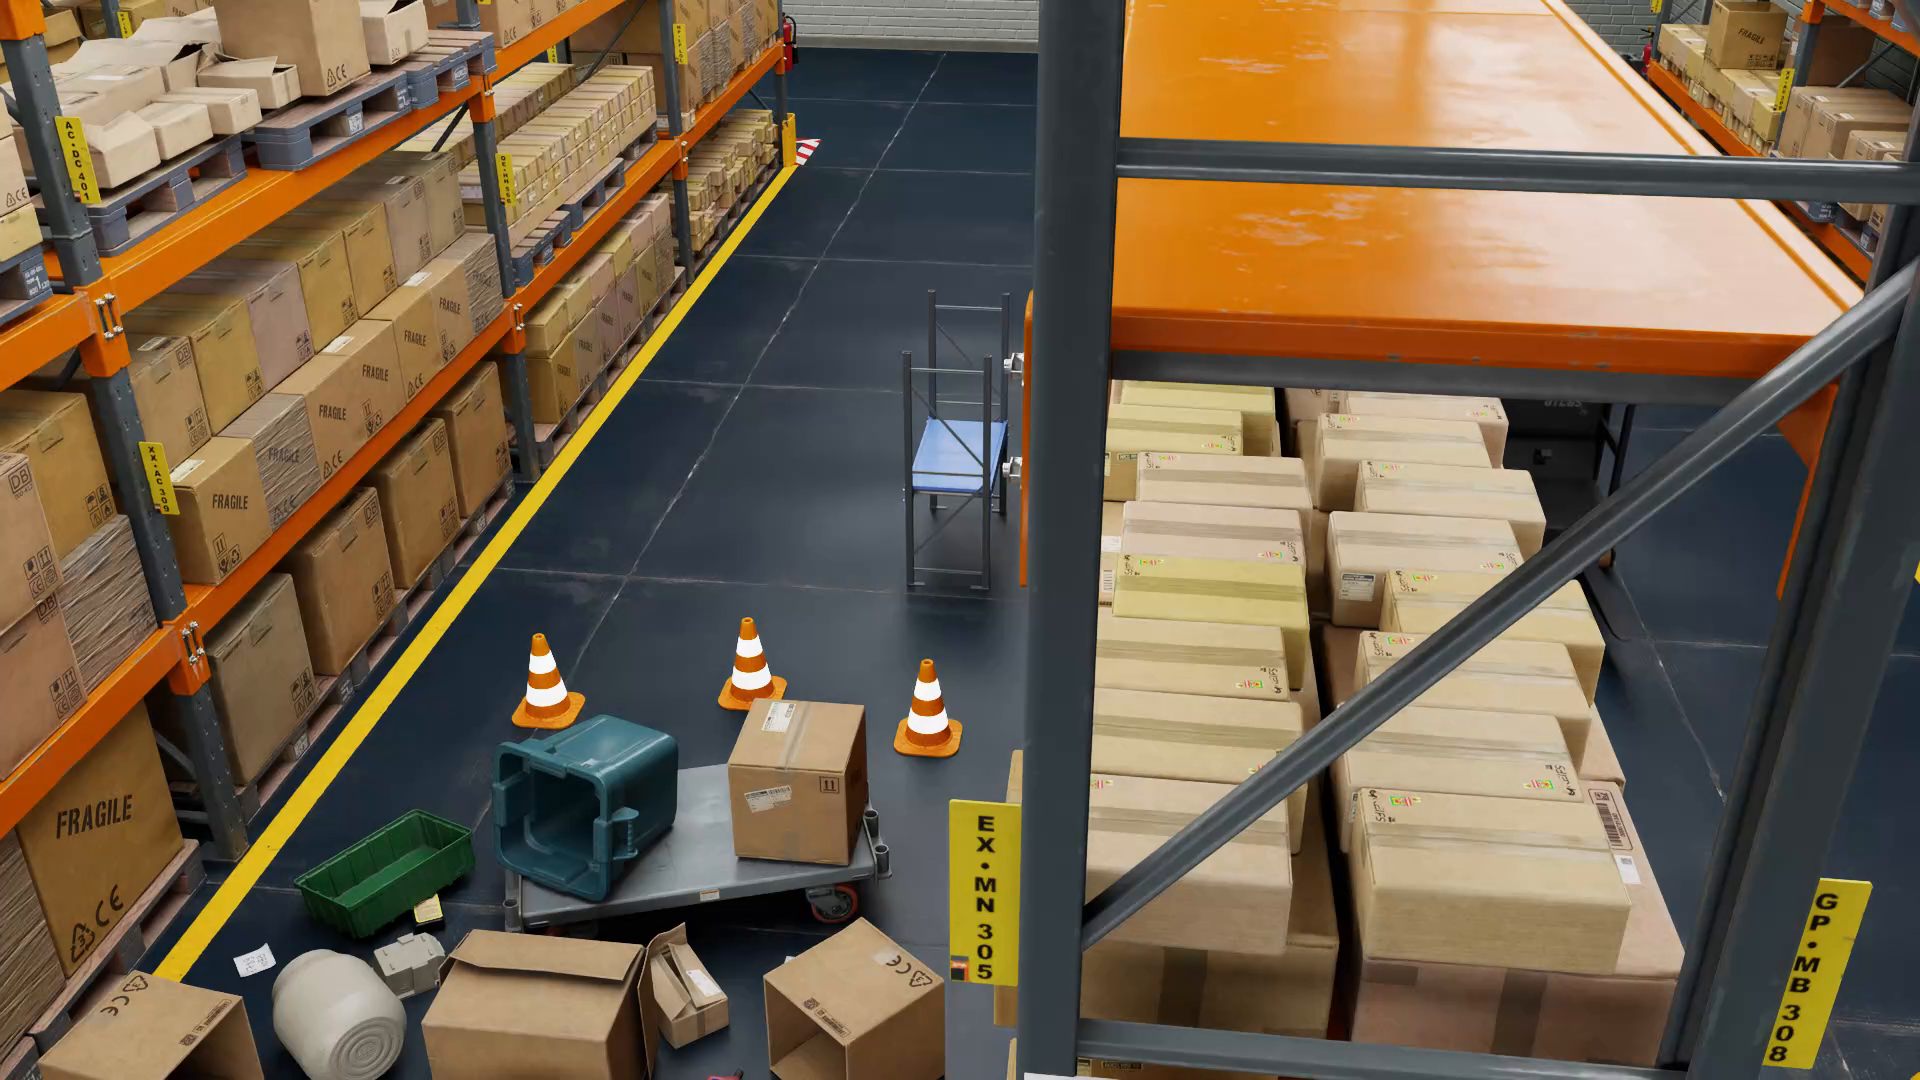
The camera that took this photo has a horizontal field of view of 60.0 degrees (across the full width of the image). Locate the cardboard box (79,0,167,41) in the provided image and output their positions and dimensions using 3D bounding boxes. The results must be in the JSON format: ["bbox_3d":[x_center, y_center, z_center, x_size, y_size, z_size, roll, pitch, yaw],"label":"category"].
[{"bbox_3d":[-7.469,-4.575,14.926,0.500,0.500,0.500,3,28,6],"label":"cardboard box"}]

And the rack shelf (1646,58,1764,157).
[{"bbox_3d":[7.226,-3.732,15.065,1.077,0.370,4.000,3,28,6],"label":"rack shelf"}]

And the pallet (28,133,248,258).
[{"bbox_3d":[-3.788,-1.539,7.275,0.805,0.209,1.217,2,28,4],"label":"pallet"}]

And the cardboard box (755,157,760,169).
[{"bbox_3d":[-2.287,-3.941,17.257,0.380,0.149,0.250,3,28,6],"label":"cardboard box"}]

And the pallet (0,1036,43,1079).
[{"bbox_3d":[-4.169,2.289,6.071,1.003,0.211,1.213,3,28,6],"label":"pallet"}]

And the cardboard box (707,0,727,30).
[{"bbox_3d":[-2.433,-4.928,15.053,0.500,0.500,0.500,4,29,7],"label":"cardboard box"}]

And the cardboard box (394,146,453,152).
[{"bbox_3d":[-3.691,-2.586,11.375,0.380,0.149,0.250,4,29,8],"label":"cardboard box"}]

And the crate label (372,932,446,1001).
[{"bbox_3d":[-2.343,1.800,7.057,0.298,0.136,0.250,-17,33,-29],"label":"crate label"}]

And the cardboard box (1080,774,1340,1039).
[{"bbox_3d":[0.379,0.613,2.924,0.500,0.250,0.500,3,28,6],"label":"cardboard box"}]

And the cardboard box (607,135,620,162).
[{"bbox_3d":[-2.846,-3.021,12.809,0.380,0.149,0.250,2,28,4],"label":"cardboard box"}]

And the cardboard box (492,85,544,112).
[{"bbox_3d":[-3.471,-3.442,12.963,0.380,0.149,0.250,3,28,6],"label":"cardboard box"}]

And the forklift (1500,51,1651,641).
[{"bbox_3d":[3.460,-1.277,9.823,1.130,2.935,3.031,2,28,5],"label":"forklift"}]

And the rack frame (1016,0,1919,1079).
[{"bbox_3d":[0.587,-0.386,1.771,0.949,2.616,0.053,3,28,6],"label":"rack frame"}]

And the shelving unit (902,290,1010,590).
[{"bbox_3d":[-0.010,-0.620,10.112,0.538,1.500,1.048,3,28,6],"label":"shelving unit"}]

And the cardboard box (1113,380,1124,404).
[{"bbox_3d":[0.606,-0.444,4.465,0.380,0.149,0.250,3,28,5],"label":"cardboard box"}]

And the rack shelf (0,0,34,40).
[{"bbox_3d":[-4.096,-1.075,4.230,1.077,0.370,4.000,3,28,6],"label":"rack shelf"}]

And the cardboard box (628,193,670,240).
[{"bbox_3d":[-2.711,-2.683,13.762,0.500,0.250,0.500,3,28,5],"label":"cardboard box"}]

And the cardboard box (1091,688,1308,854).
[{"bbox_3d":[0.402,0.398,2.902,0.380,0.149,0.250,4,29,7],"label":"cardboard box"}]

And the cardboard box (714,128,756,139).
[{"bbox_3d":[-2.282,-4.082,16.893,0.380,0.149,0.250,2,28,4],"label":"cardboard box"}]

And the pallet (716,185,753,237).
[{"bbox_3d":[-2.677,-3.300,16.446,1.003,0.211,1.213,3,28,6],"label":"pallet"}]

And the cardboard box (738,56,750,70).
[{"bbox_3d":[-2.294,-4.759,16.478,0.380,0.149,0.250,2,28,4],"label":"cardboard box"}]

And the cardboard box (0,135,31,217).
[{"bbox_3d":[-3.657,-1.236,5.808,0.500,0.250,0.500,3,28,6],"label":"cardboard box"}]

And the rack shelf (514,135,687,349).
[{"bbox_3d":[-3.116,-2.376,12.548,1.077,0.370,4.000,3,28,6],"label":"rack shelf"}]

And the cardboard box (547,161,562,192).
[{"bbox_3d":[-3.012,-2.545,11.611,0.380,0.149,0.250,3,29,6],"label":"cardboard box"}]

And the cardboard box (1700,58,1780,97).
[{"bbox_3d":[6.986,-4.139,14.907,0.500,0.250,0.500,3,28,5],"label":"cardboard box"}]

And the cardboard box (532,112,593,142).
[{"bbox_3d":[-2.919,-3.030,12.198,0.380,0.149,0.250,3,28,5],"label":"cardboard box"}]

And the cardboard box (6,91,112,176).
[{"bbox_3d":[-3.924,-1.694,6.970,0.500,0.250,0.500,4,29,7],"label":"cardboard box"}]

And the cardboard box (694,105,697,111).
[{"bbox_3d":[-2.573,-3.892,14.869,0.380,0.149,0.250,2,28,4],"label":"cardboard box"}]

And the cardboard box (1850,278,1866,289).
[{"bbox_3d":[6.608,-1.822,12.271,0.380,0.149,0.250,3,28,6],"label":"cardboard box"}]

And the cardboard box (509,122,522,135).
[{"bbox_3d":[-3.532,-3.063,12.573,0.380,0.149,0.250,3,28,5],"label":"cardboard box"}]

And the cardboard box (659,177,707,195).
[{"bbox_3d":[-2.549,-3.224,15.300,0.380,0.149,0.250,3,28,5],"label":"cardboard box"}]

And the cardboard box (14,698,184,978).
[{"bbox_3d":[-3.998,1.174,6.997,0.875,0.875,0.875,4,29,7],"label":"cardboard box"}]

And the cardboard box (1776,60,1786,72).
[{"bbox_3d":[7.484,-4.101,14.837,0.500,0.250,0.500,3,28,6],"label":"cardboard box"}]

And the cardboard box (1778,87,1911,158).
[{"bbox_3d":[6.699,-3.121,12.625,0.700,0.500,0.500,4,29,7],"label":"cardboard box"}]

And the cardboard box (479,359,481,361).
[{"bbox_3d":[-3.540,-1.161,11.726,0.500,0.500,0.500,3,28,6],"label":"cardboard box"}]

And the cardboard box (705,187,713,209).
[{"bbox_3d":[-2.537,-3.215,15.596,0.380,0.149,0.250,2,28,4],"label":"cardboard box"}]

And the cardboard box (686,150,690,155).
[{"bbox_3d":[-2.860,-3.737,16.252,0.380,0.149,0.250,3,29,6],"label":"cardboard box"}]

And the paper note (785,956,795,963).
[{"bbox_3d":[-0.684,1.829,7.114,0.148,0.019,0.142,3,28,6],"label":"paper note"}]

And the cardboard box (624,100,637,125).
[{"bbox_3d":[-2.788,-3.400,13.199,0.380,0.149,0.250,5,29,8],"label":"cardboard box"}]

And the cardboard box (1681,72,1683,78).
[{"bbox_3d":[7.175,-4.493,15.983,0.380,0.149,0.250,3,28,6],"label":"cardboard box"}]

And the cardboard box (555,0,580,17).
[{"bbox_3d":[-2.917,-3.841,11.240,0.500,0.500,0.500,3,28,6],"label":"cardboard box"}]

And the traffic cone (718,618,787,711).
[{"bbox_3d":[-1.121,0.629,8.887,0.336,0.463,0.334,3,28,6],"label":"traffic cone"}]

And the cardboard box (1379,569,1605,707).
[{"bbox_3d":[1.041,0.191,3.287,0.380,0.149,0.250,3,28,6],"label":"cardboard box"}]

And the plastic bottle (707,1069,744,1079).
[{"bbox_3d":[-0.946,2.164,6.461,0.133,0.061,0.283,8,29,15],"label":"plastic bottle"}]

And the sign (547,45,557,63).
[{"bbox_3d":[-3.411,-4.043,13.971,0.100,0.325,0.005,3,28,6],"label":"sign"}]

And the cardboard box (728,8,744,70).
[{"bbox_3d":[-2.373,-4.750,15.777,0.500,0.500,0.500,5,29,9],"label":"cardboard box"}]

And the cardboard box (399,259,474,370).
[{"bbox_3d":[-3.212,-1.333,9.748,0.500,0.500,0.500,3,28,6],"label":"cardboard box"}]

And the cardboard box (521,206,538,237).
[{"bbox_3d":[-3.073,-2.151,11.193,0.380,0.149,0.250,5,29,9],"label":"cardboard box"}]

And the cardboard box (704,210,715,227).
[{"bbox_3d":[-2.496,-2.962,15.440,0.380,0.149,0.250,3,28,6],"label":"cardboard box"}]

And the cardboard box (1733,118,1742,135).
[{"bbox_3d":[6.846,-3.531,14.198,0.380,0.149,0.250,4,29,8],"label":"cardboard box"}]

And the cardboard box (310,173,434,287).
[{"bbox_3d":[-3.487,-1.786,9.536,0.700,0.500,0.500,3,28,5],"label":"cardboard box"}]
